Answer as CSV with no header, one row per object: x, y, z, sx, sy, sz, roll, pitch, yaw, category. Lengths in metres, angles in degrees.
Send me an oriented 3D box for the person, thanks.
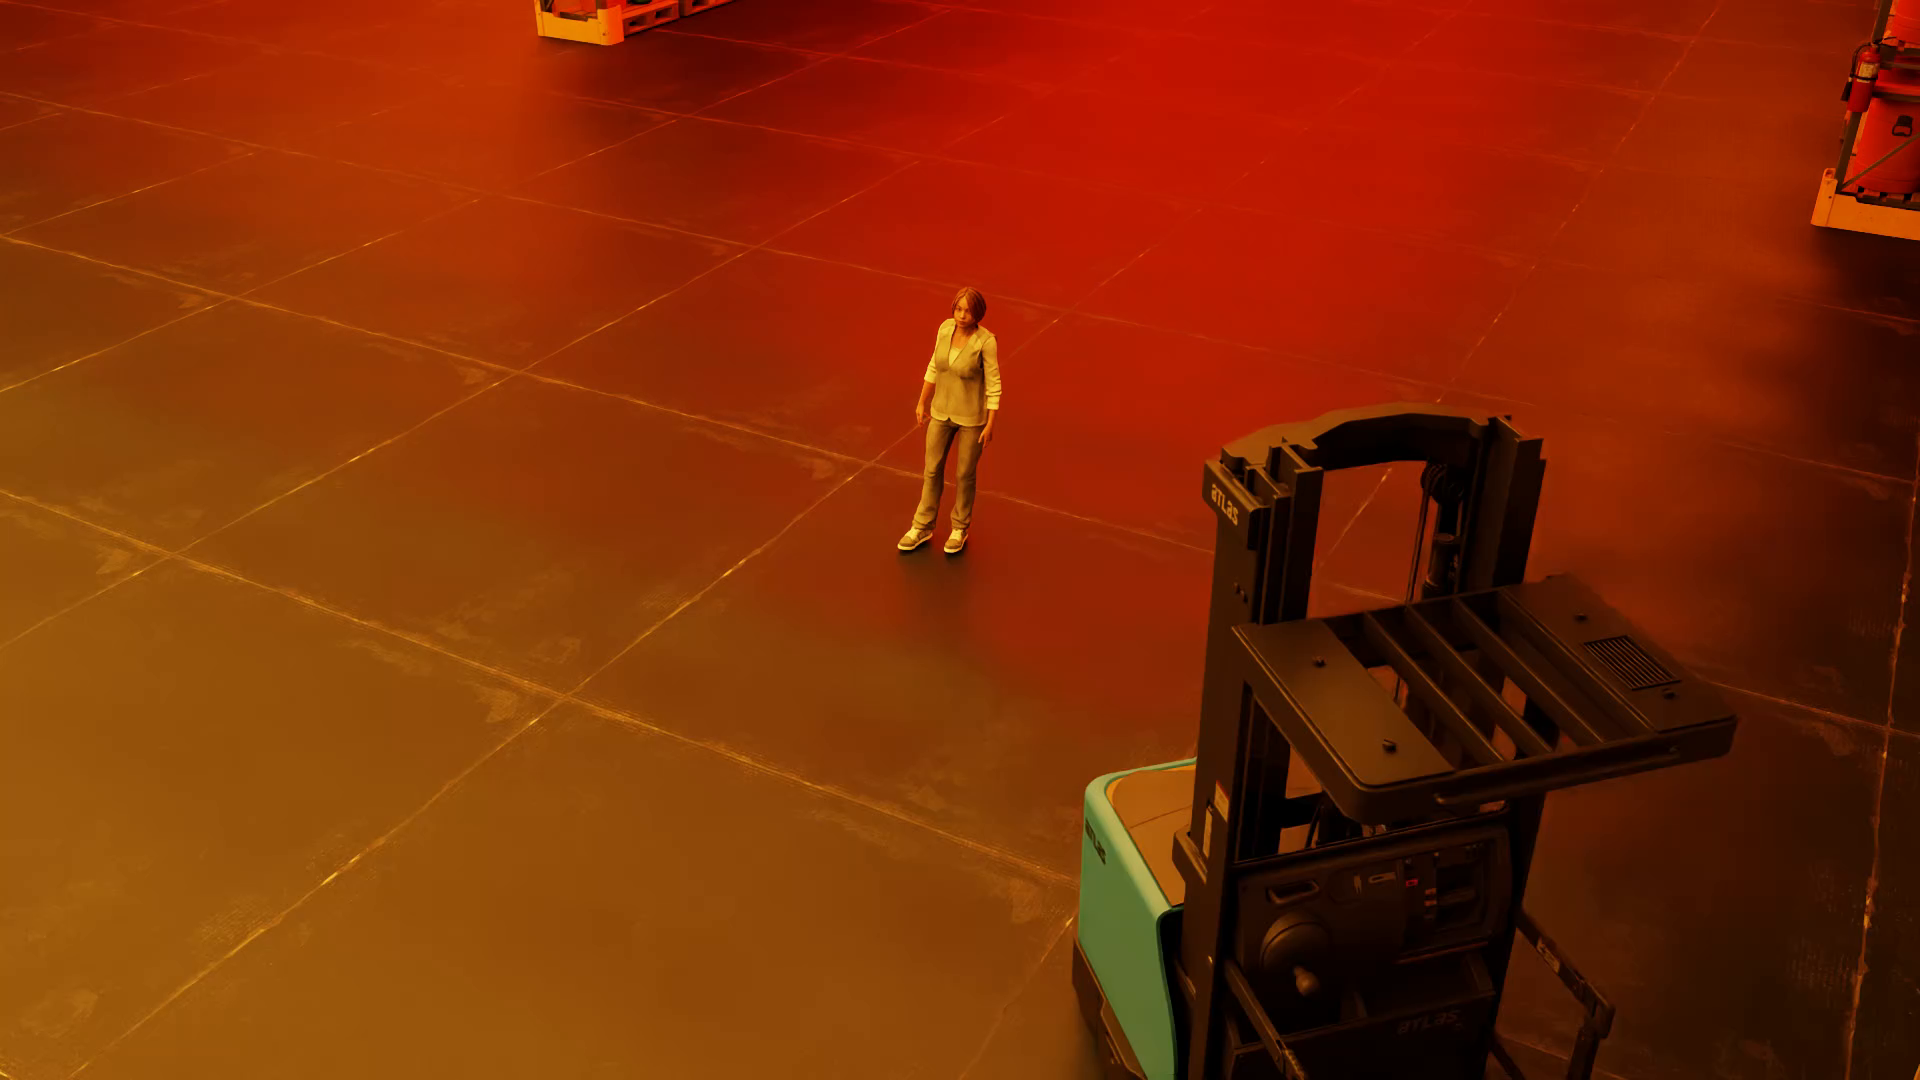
-0.048,-0.669,9.550,0.520,1.597,0.475,15,33,25,person

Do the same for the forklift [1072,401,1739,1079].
1.355,1.199,4.993,1.130,2.935,3.031,-8,31,-14,forklift
